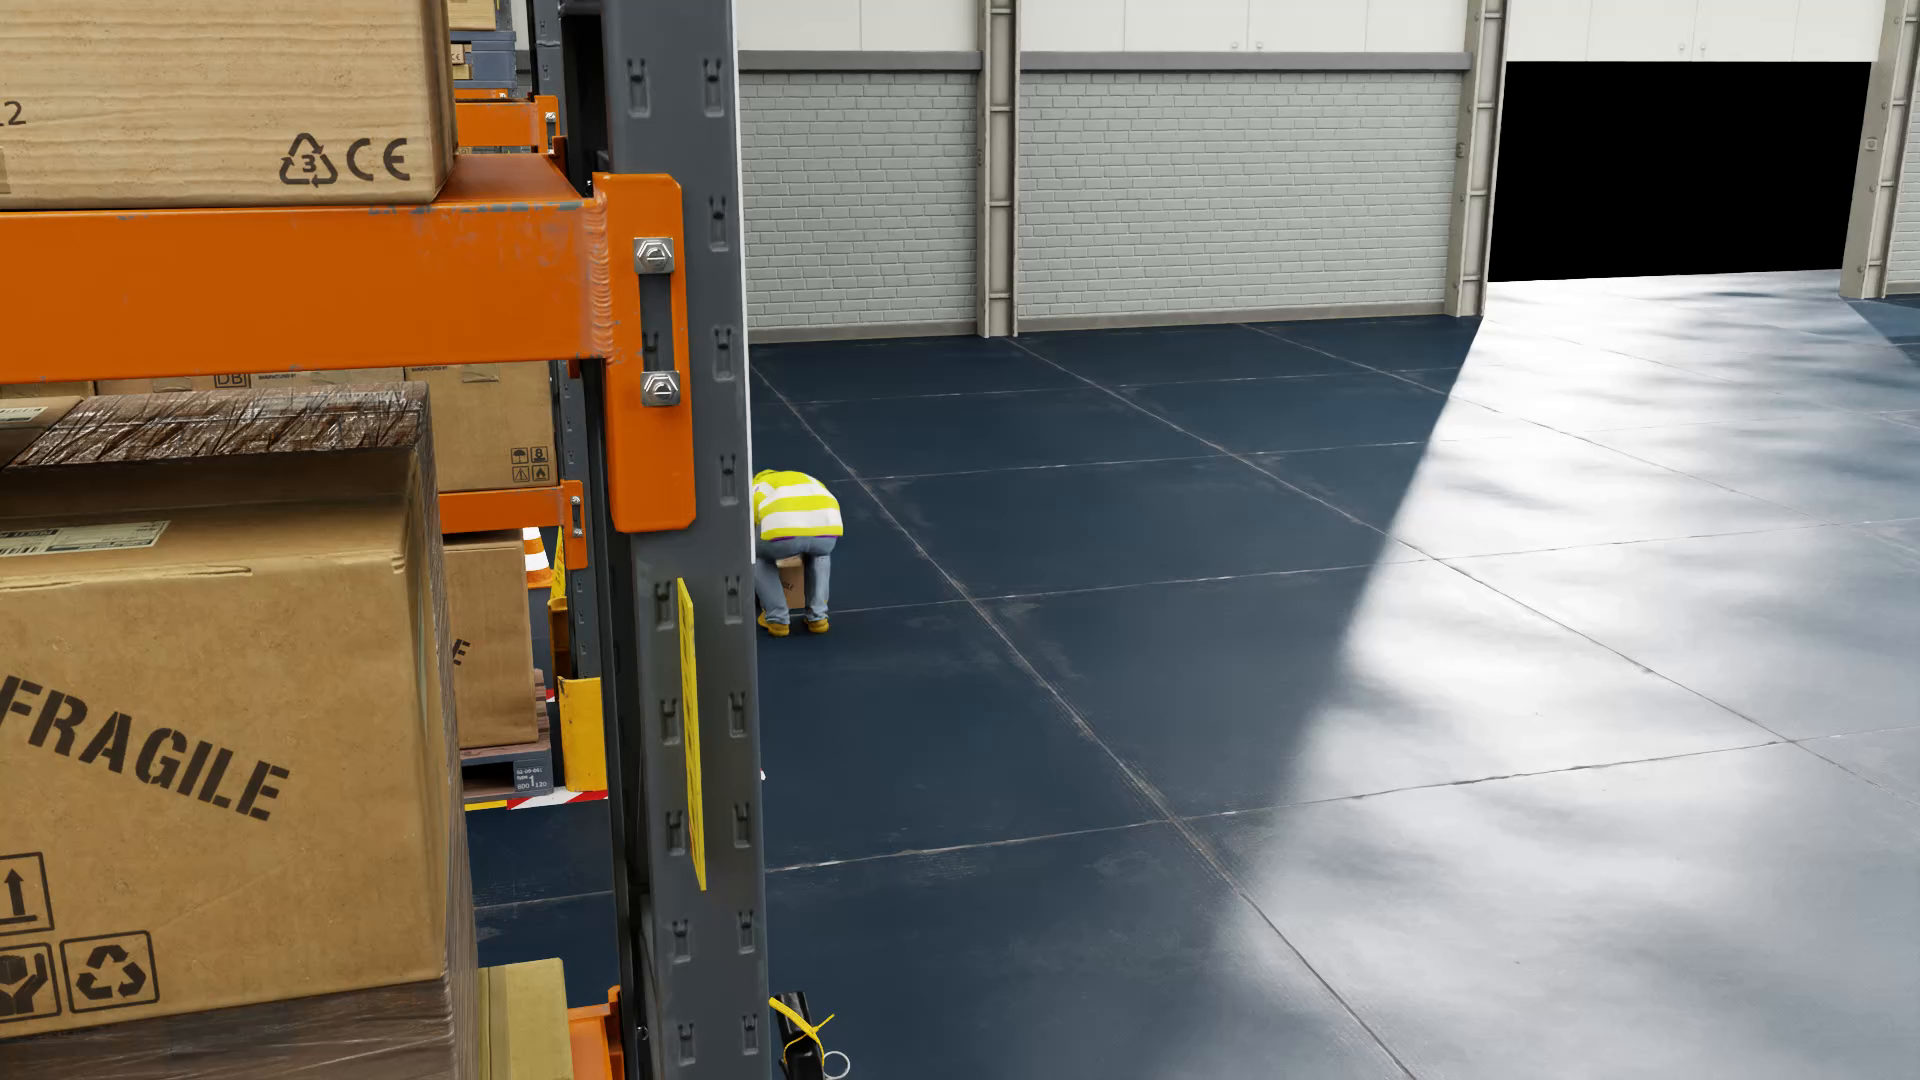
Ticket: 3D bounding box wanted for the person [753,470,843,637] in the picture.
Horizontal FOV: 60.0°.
[{"bbox_3d":[-0.948,0.053,9.043,0.511,0.850,0.980,-5,17,-17],"label":"person"}]
